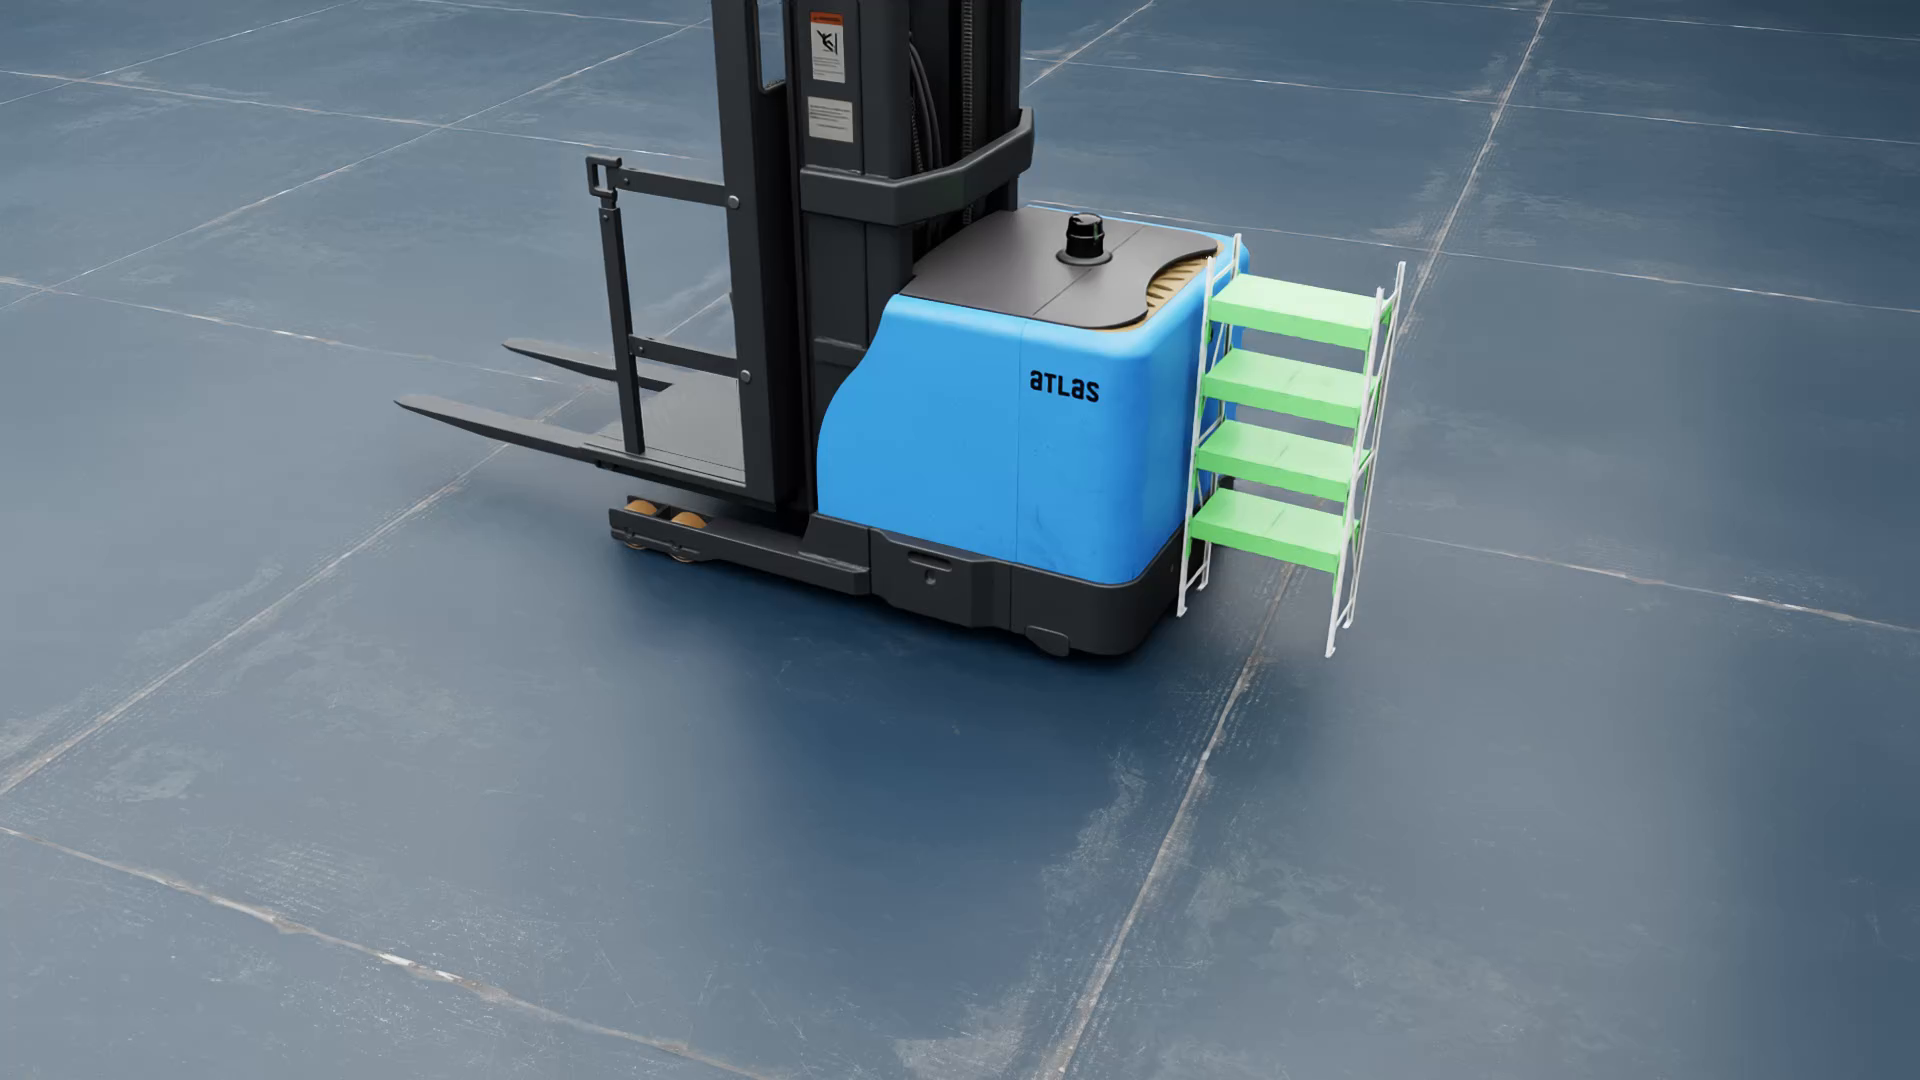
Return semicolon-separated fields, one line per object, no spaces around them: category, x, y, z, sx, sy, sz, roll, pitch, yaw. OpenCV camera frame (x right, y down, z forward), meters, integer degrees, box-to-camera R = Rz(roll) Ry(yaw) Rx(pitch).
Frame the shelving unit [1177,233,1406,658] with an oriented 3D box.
shelving unit;0.976;-0.271;5.004;0.503;1.200;0.258;15;33;24

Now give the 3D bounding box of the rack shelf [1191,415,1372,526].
rack shelf;0.975;-0.215;5.036;0.480;0.148;0.258;15;33;24

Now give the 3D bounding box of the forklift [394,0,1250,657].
forklift;-0.622;-1.415;5.275;3.031;2.935;1.130;14;32;23

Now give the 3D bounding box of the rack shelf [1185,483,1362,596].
rack shelf;0.973;-0.007;5.155;0.480;0.148;0.258;15;33;24

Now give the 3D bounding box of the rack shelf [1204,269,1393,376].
rack shelf;0.980;-0.632;4.798;0.480;0.148;0.258;15;33;24

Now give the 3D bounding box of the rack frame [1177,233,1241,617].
rack frame;0.760;-0.329;5.102;0.015;1.200;0.240;15;33;24

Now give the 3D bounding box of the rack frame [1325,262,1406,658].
rack frame;1.192;-0.212;4.906;0.015;1.200;0.240;15;33;24

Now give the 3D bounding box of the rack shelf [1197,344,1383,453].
rack shelf;0.978;-0.423;4.917;0.480;0.148;0.258;15;33;24
